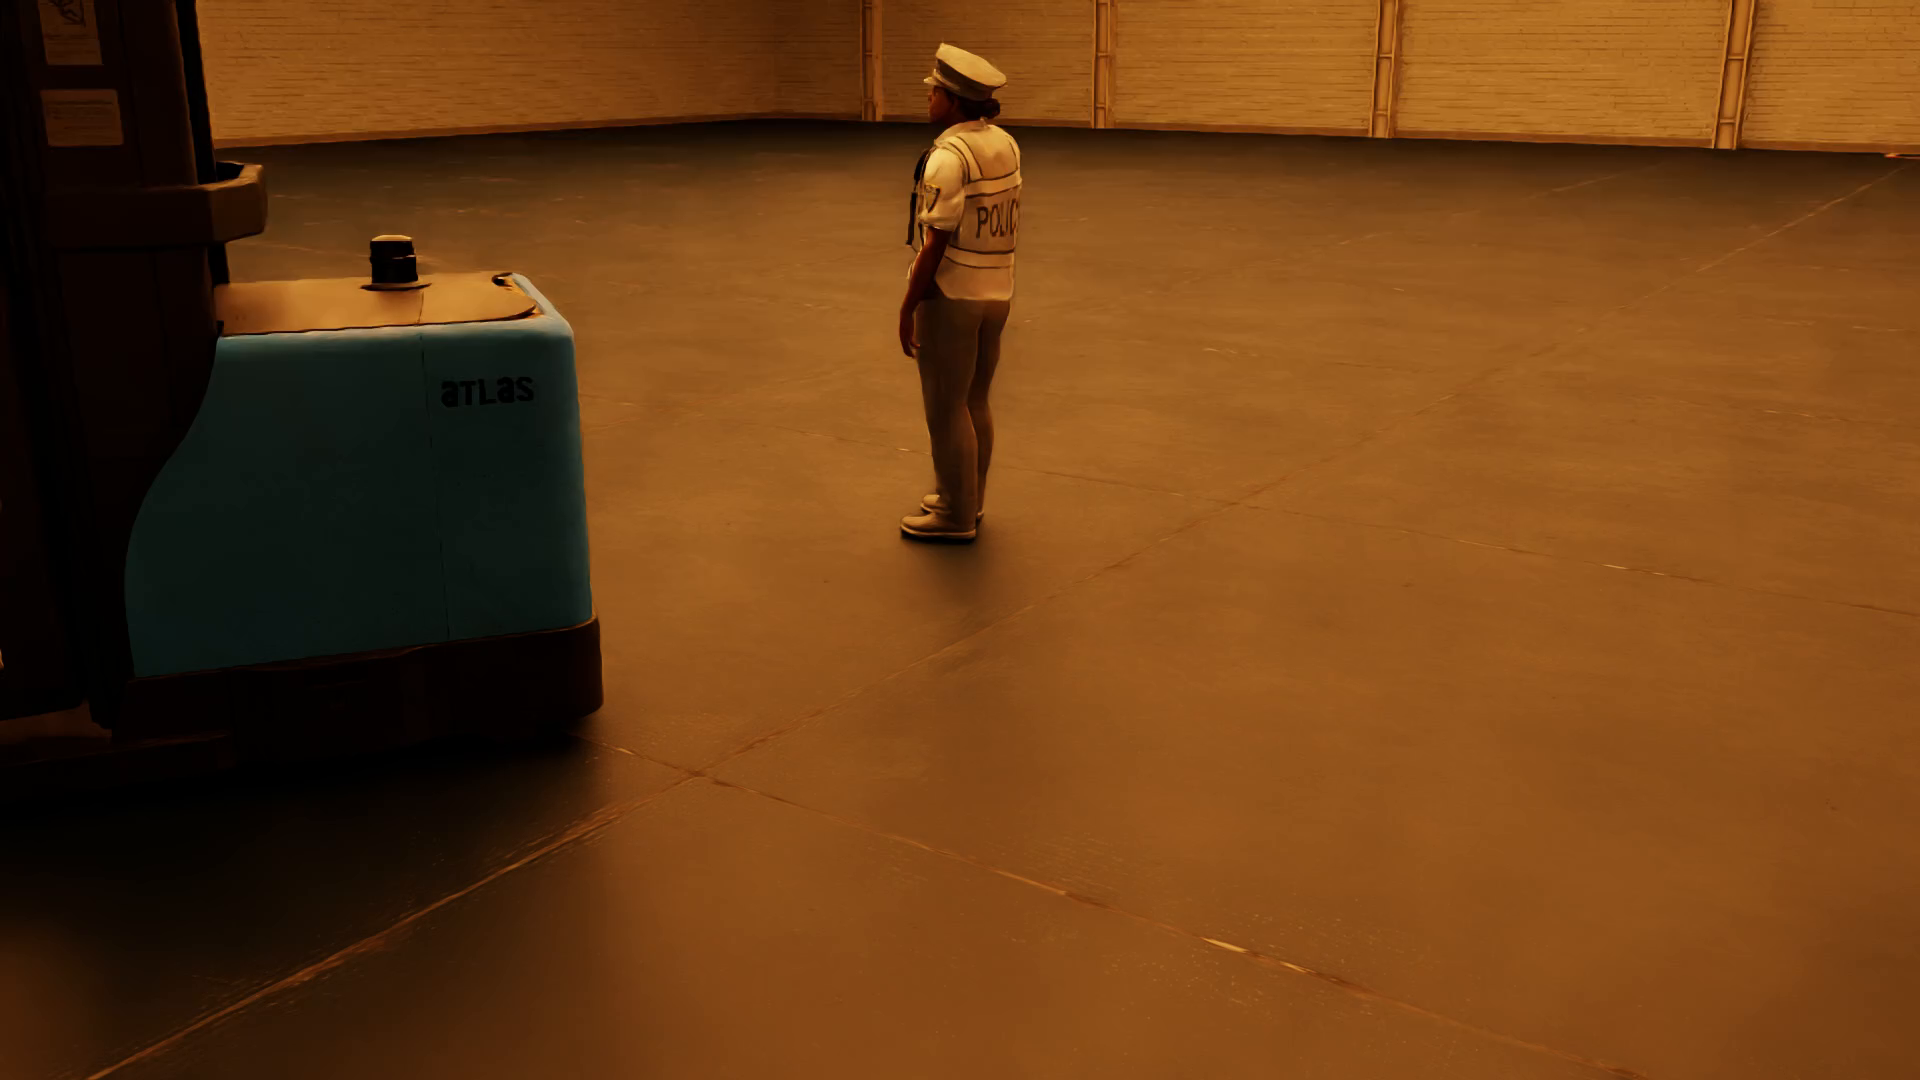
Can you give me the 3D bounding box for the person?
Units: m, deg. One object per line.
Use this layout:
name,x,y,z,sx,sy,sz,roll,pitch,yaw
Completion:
person,-0.050,-0.834,5.761,0.530,1.692,0.569,11,20,33

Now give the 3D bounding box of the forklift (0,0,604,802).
forklift,-2.491,-0.881,3.780,3.031,2.935,1.130,-6,18,-20
